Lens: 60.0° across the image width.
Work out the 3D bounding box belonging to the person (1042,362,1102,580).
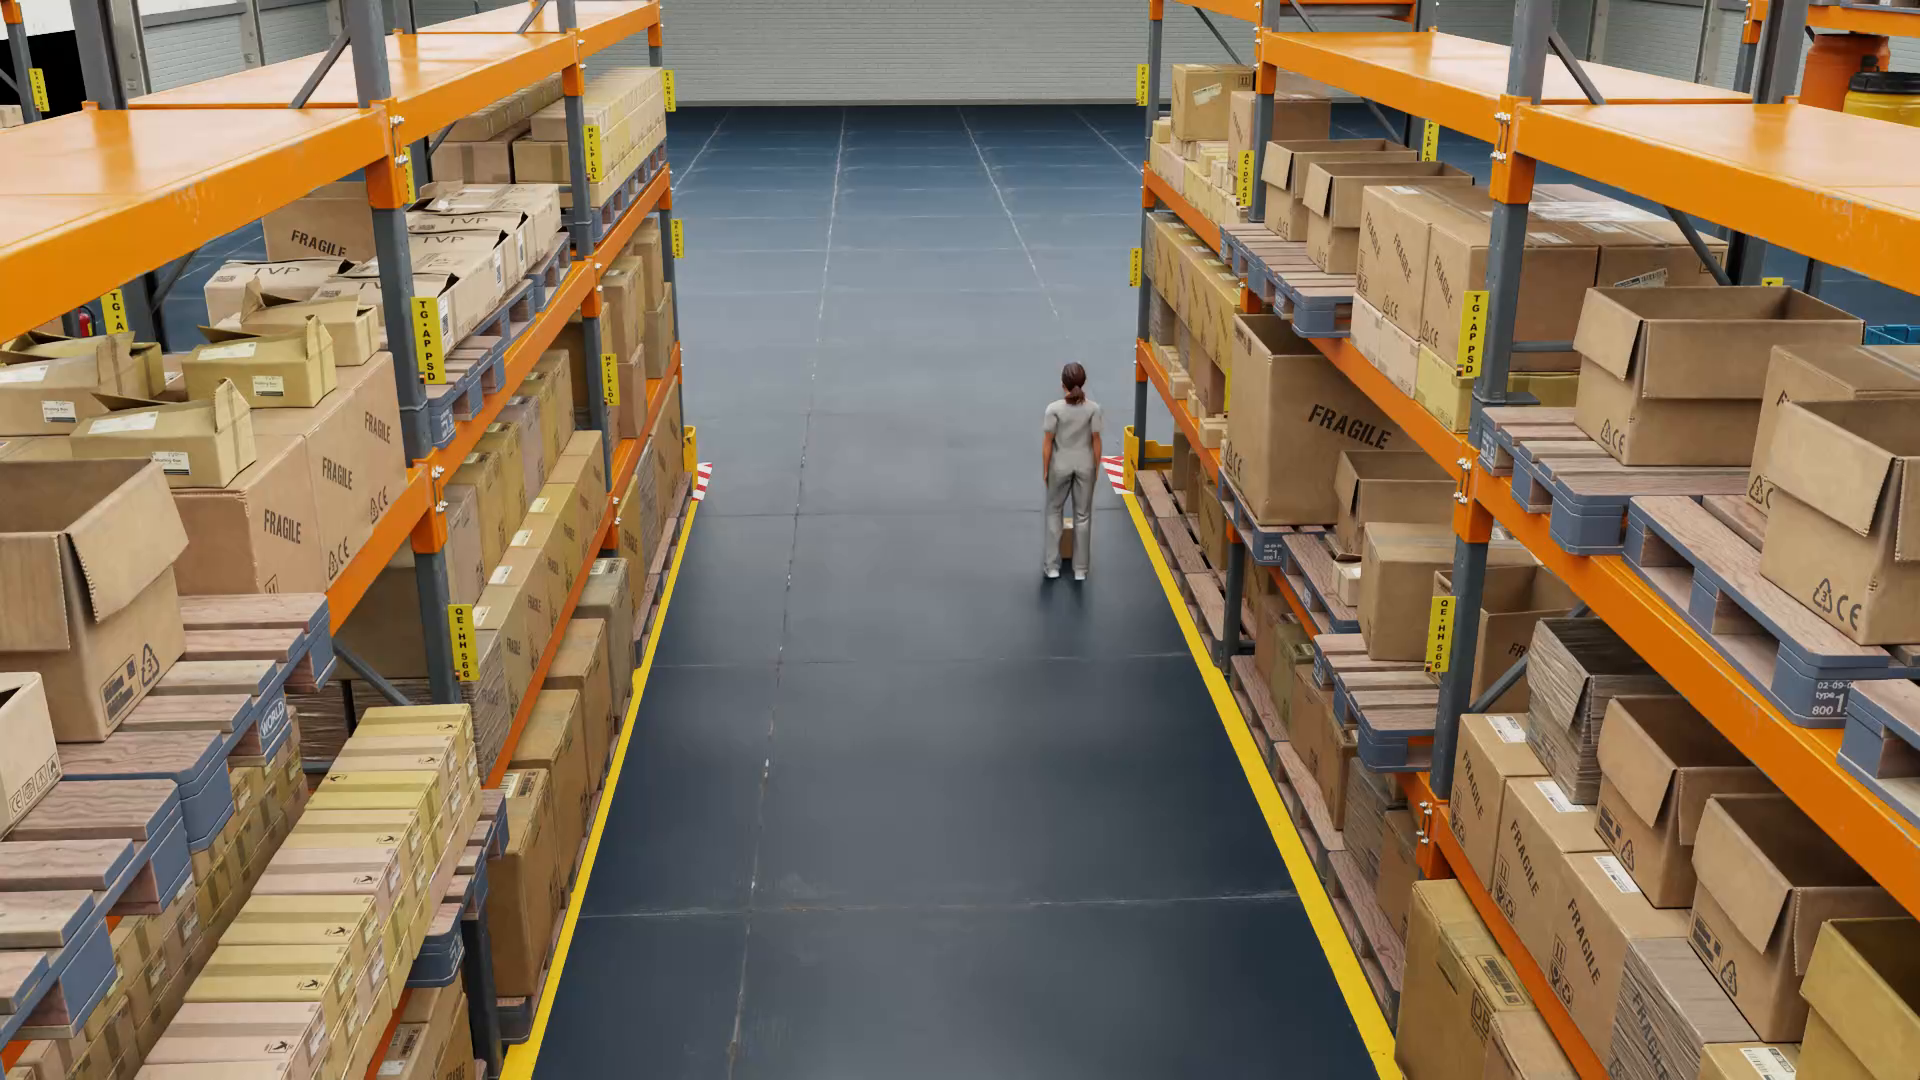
[{"bbox_3d":[0.832,-0.507,12.475,0.444,1.695,0.393,-1,20,-3],"label":"person"}]
